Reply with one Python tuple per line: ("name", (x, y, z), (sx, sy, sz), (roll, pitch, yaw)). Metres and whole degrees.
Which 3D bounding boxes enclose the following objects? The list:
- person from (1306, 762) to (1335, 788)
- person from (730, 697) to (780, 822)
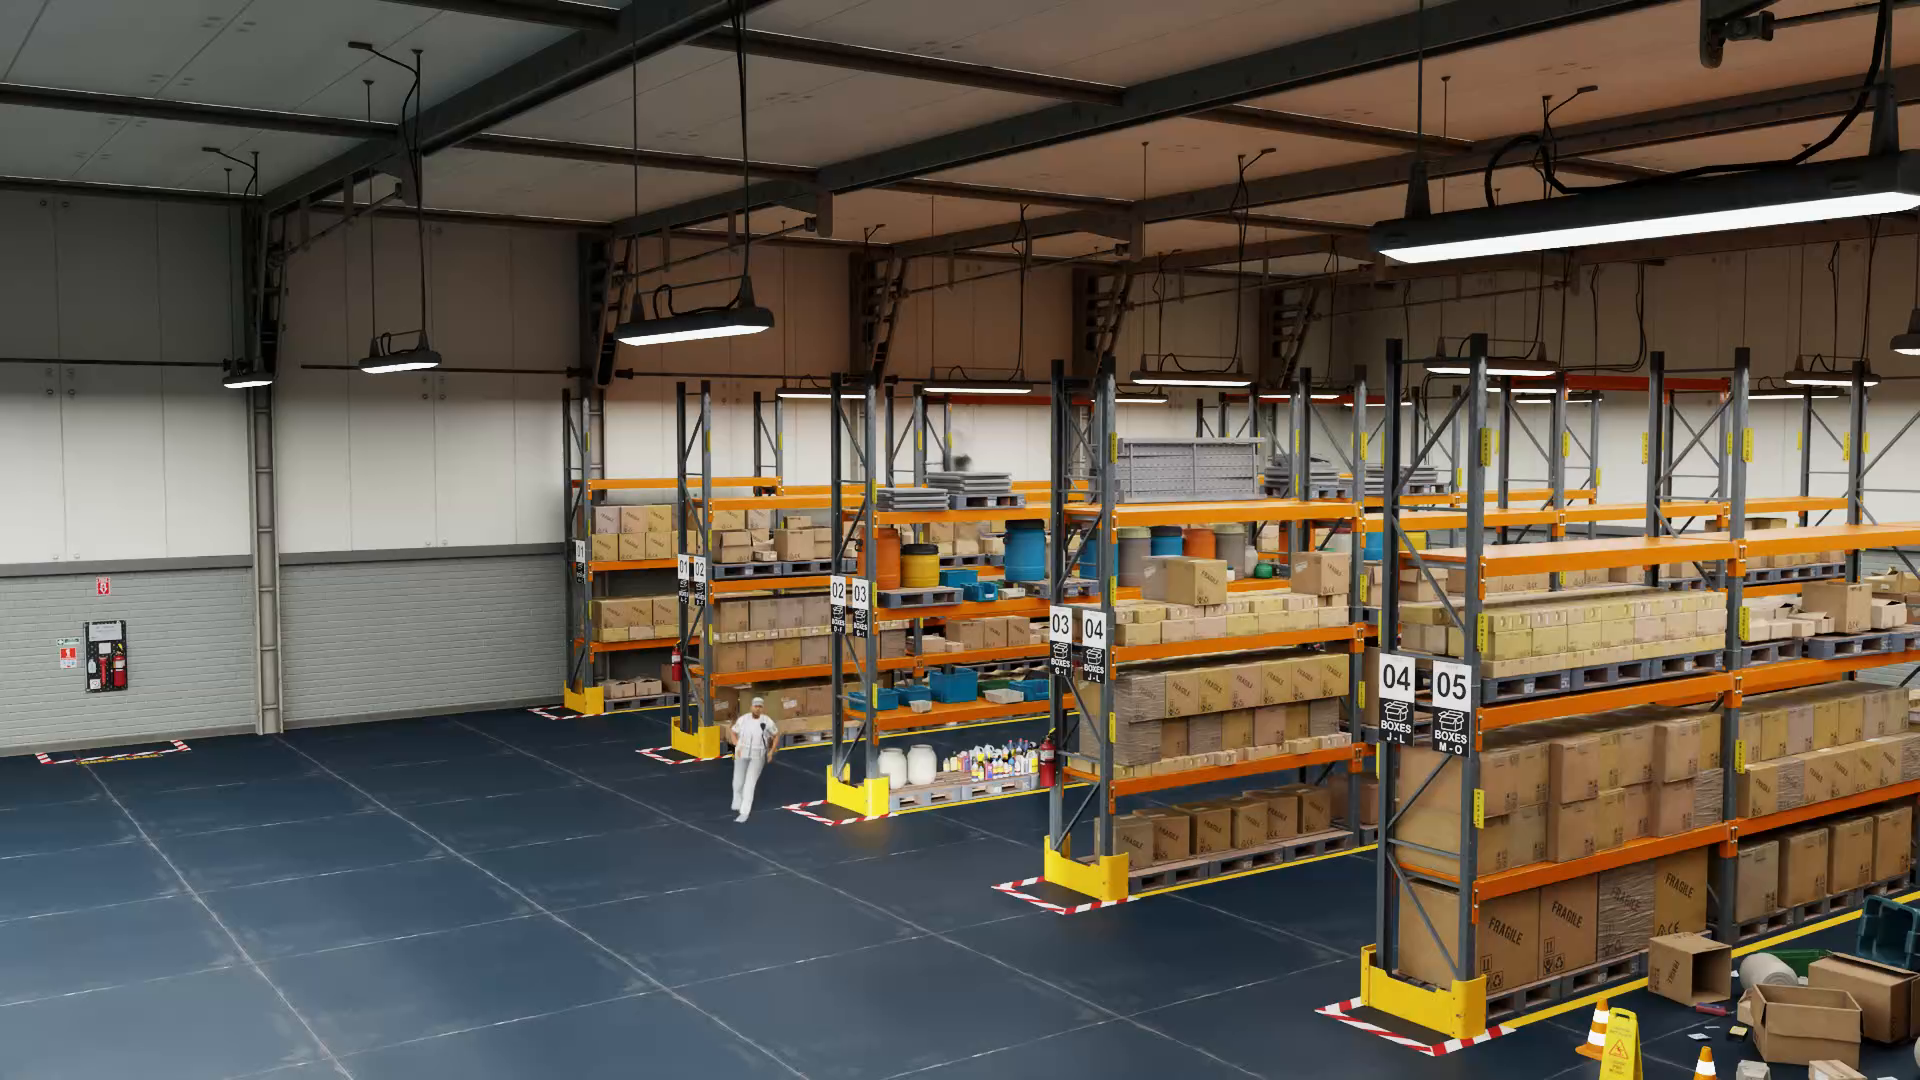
("person", (5.012, 2.775, 23.404), (0.803, 1.848, 0.656), (-3, 5, -41))
("person", (-2.766, 2.918, 22.355), (0.683, 1.633, 0.748), (0, 4, 0))
